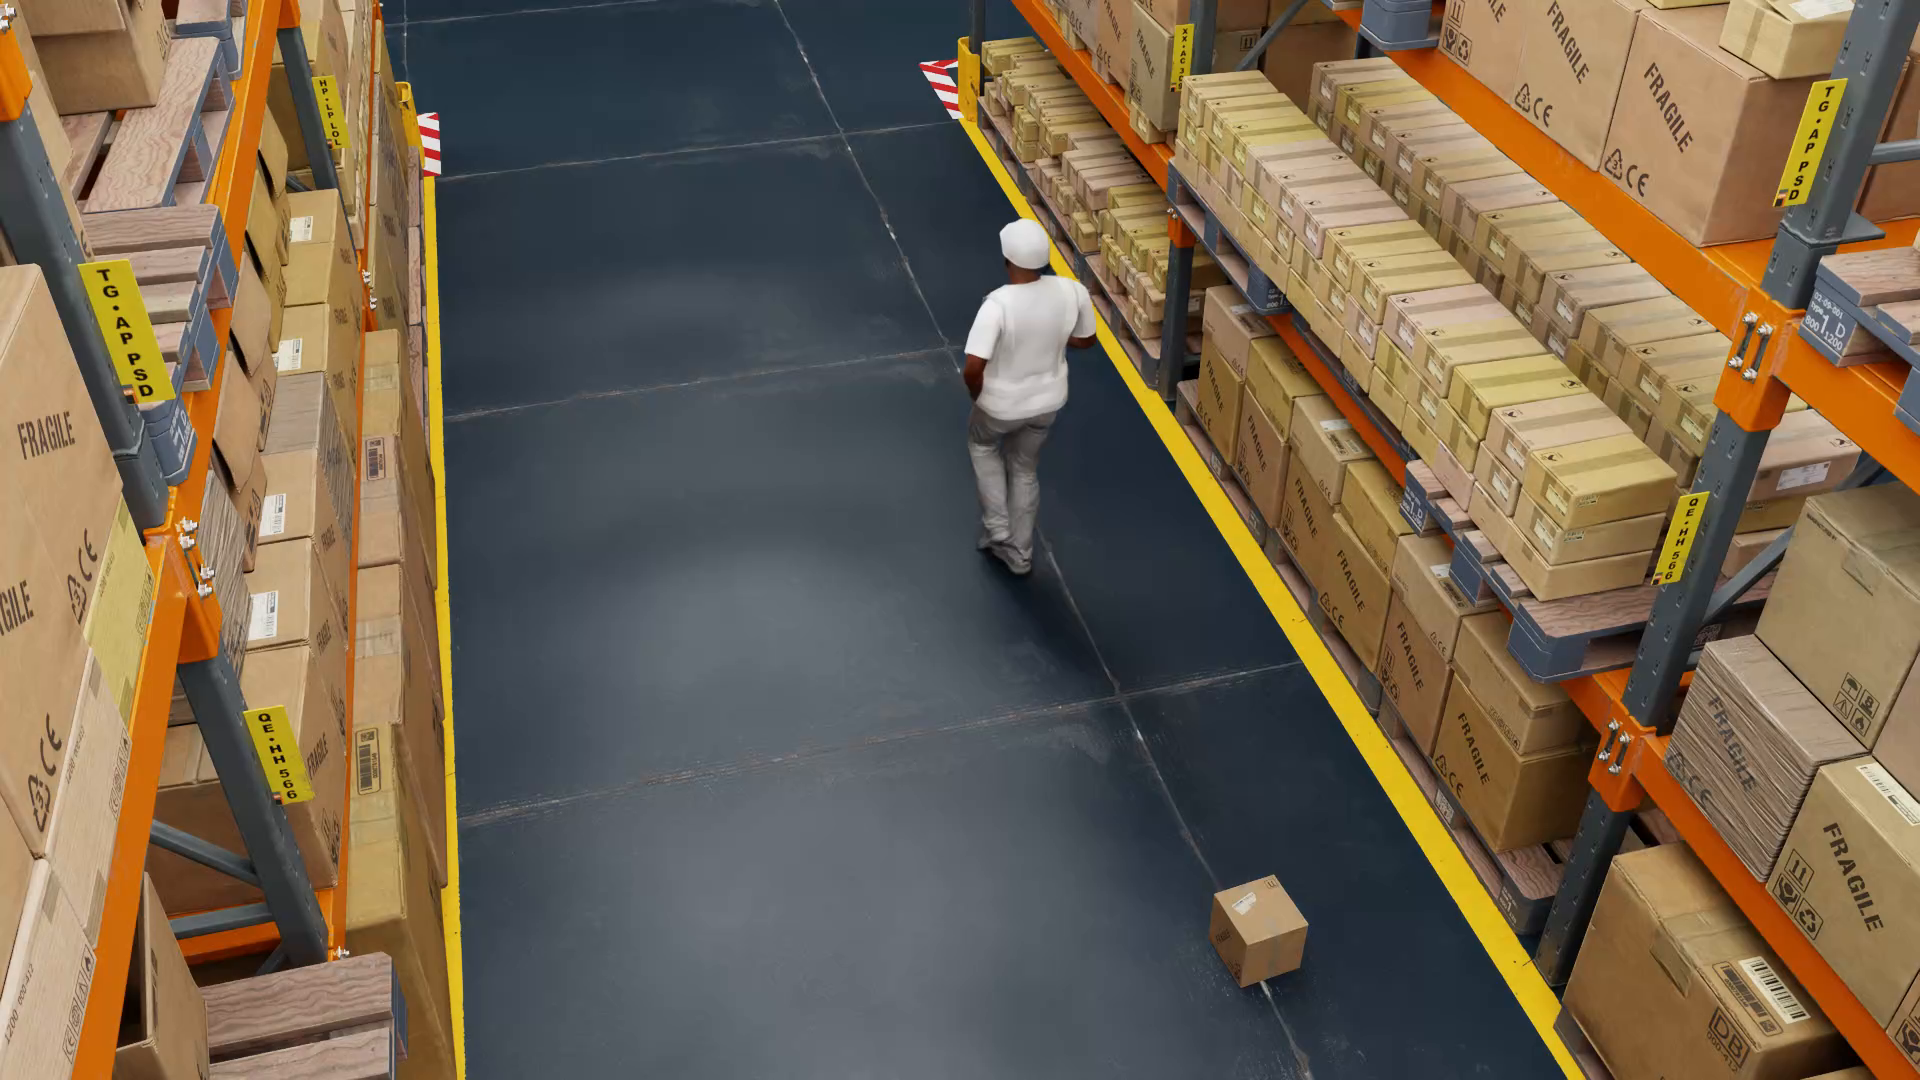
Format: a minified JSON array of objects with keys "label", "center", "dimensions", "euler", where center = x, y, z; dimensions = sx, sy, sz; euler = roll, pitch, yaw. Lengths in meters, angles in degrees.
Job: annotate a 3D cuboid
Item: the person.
[{"label":"person","center":[0.253,-0.661,7.569],"dimensions":[0.700,1.773,0.602],"euler":[-13,40,-16]}]
